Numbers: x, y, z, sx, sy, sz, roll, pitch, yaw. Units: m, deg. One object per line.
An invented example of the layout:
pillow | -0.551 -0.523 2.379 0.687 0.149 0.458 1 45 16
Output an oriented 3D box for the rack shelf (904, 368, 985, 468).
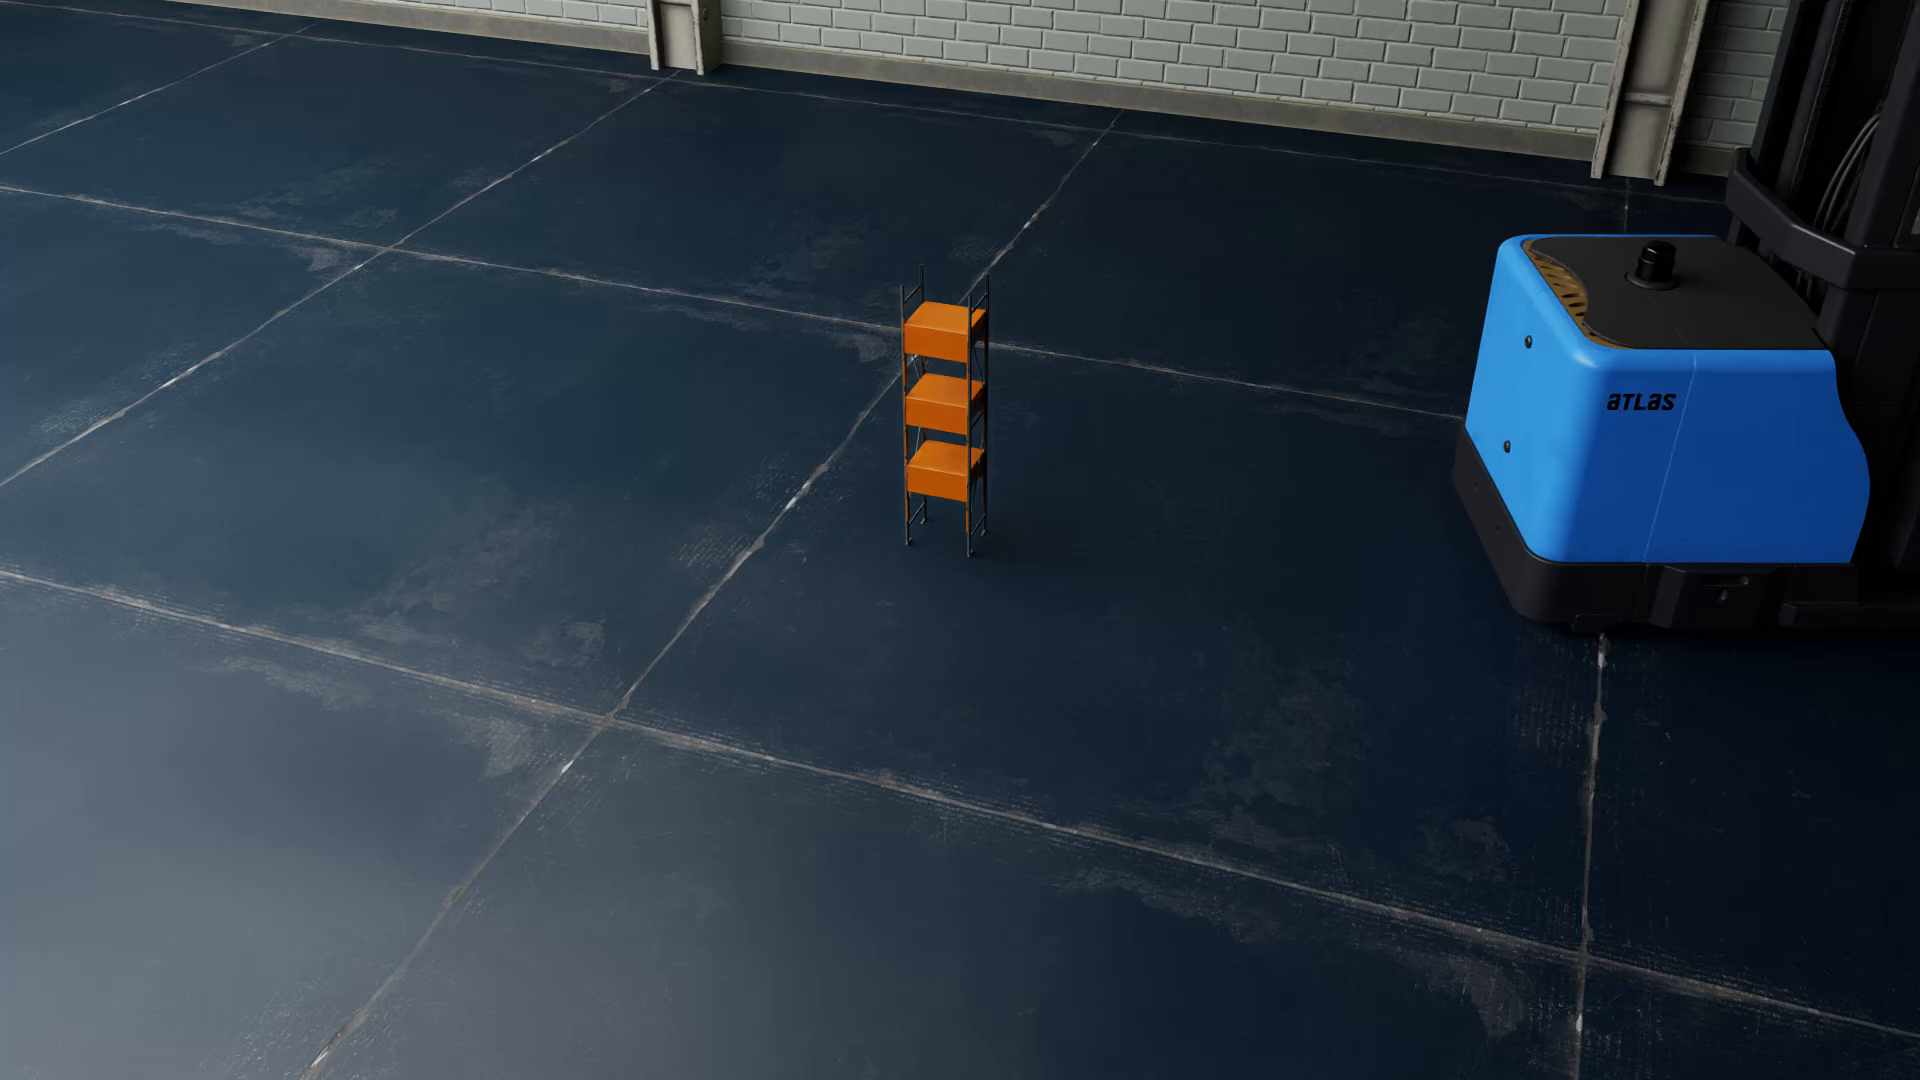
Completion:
rack shelf | -0.050 -0.442 5.986 0.240 0.259 0.215 11 34 16

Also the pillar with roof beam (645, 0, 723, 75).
pillar with roof beam | -3.282 -4.780 5.357 0.400 9.000 9.100 11 34 16

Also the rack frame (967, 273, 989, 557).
rack frame | 0.064 -0.429 5.946 0.008 1.050 0.200 11 34 16

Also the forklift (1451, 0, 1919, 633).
forklift | 3.428 -1.169 5.358 3.031 2.935 1.130 0 33 0

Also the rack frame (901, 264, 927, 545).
rack frame | -0.165 -0.473 6.015 0.008 1.050 0.200 11 34 16

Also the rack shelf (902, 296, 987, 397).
rack shelf | -0.050 -0.680 5.832 0.240 0.259 0.215 11 34 16

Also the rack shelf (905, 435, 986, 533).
rack shelf | -0.050 -0.208 6.137 0.240 0.259 0.215 11 34 16

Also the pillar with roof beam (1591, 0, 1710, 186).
pillar with roof beam | 2.366 -3.682 3.656 0.400 9.000 9.100 11 34 16

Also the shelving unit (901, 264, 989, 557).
shelving unit | -0.050 -0.451 5.980 0.252 1.050 0.215 11 34 16
